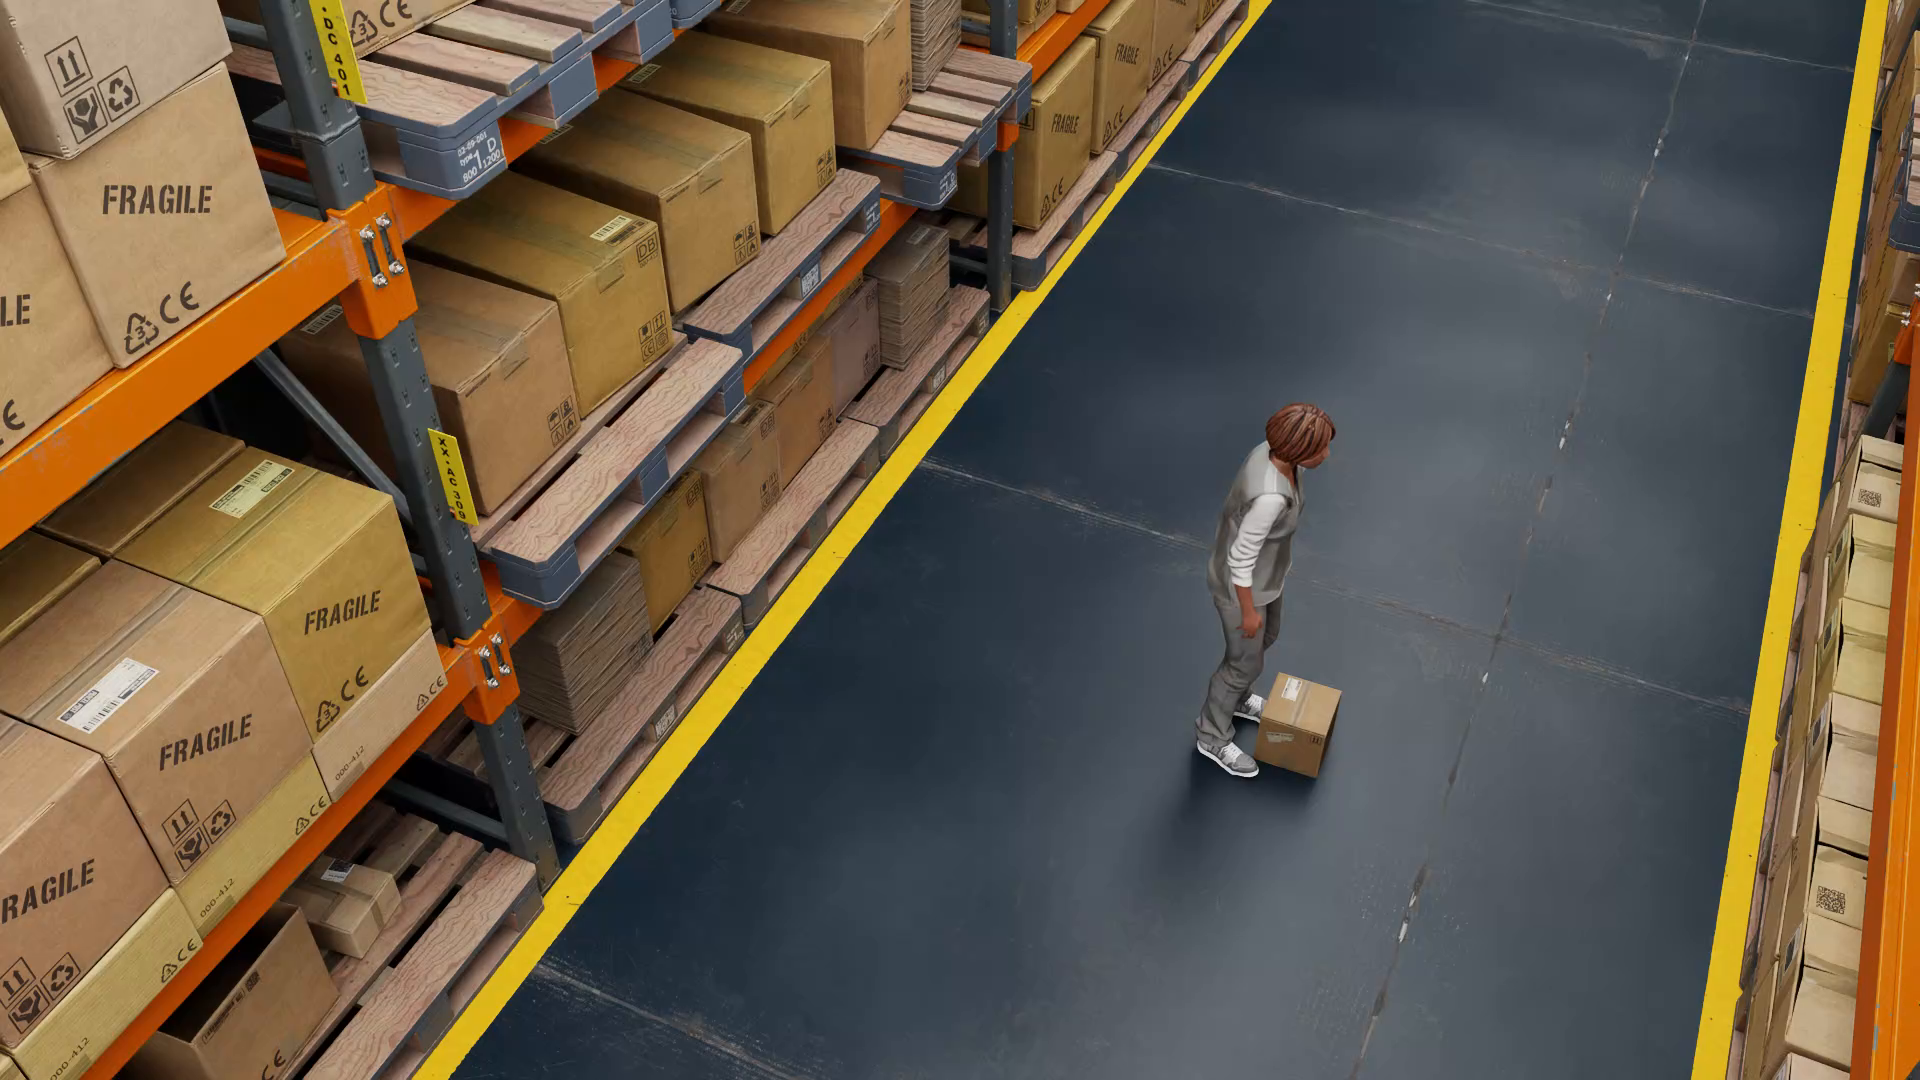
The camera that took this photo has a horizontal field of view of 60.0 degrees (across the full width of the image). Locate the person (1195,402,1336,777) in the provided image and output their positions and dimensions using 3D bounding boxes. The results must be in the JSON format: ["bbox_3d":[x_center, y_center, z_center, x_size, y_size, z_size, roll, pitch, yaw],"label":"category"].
[{"bbox_3d":[1.068,0.151,6.005,0.345,1.592,0.477,15,45,16],"label":"person"}]
